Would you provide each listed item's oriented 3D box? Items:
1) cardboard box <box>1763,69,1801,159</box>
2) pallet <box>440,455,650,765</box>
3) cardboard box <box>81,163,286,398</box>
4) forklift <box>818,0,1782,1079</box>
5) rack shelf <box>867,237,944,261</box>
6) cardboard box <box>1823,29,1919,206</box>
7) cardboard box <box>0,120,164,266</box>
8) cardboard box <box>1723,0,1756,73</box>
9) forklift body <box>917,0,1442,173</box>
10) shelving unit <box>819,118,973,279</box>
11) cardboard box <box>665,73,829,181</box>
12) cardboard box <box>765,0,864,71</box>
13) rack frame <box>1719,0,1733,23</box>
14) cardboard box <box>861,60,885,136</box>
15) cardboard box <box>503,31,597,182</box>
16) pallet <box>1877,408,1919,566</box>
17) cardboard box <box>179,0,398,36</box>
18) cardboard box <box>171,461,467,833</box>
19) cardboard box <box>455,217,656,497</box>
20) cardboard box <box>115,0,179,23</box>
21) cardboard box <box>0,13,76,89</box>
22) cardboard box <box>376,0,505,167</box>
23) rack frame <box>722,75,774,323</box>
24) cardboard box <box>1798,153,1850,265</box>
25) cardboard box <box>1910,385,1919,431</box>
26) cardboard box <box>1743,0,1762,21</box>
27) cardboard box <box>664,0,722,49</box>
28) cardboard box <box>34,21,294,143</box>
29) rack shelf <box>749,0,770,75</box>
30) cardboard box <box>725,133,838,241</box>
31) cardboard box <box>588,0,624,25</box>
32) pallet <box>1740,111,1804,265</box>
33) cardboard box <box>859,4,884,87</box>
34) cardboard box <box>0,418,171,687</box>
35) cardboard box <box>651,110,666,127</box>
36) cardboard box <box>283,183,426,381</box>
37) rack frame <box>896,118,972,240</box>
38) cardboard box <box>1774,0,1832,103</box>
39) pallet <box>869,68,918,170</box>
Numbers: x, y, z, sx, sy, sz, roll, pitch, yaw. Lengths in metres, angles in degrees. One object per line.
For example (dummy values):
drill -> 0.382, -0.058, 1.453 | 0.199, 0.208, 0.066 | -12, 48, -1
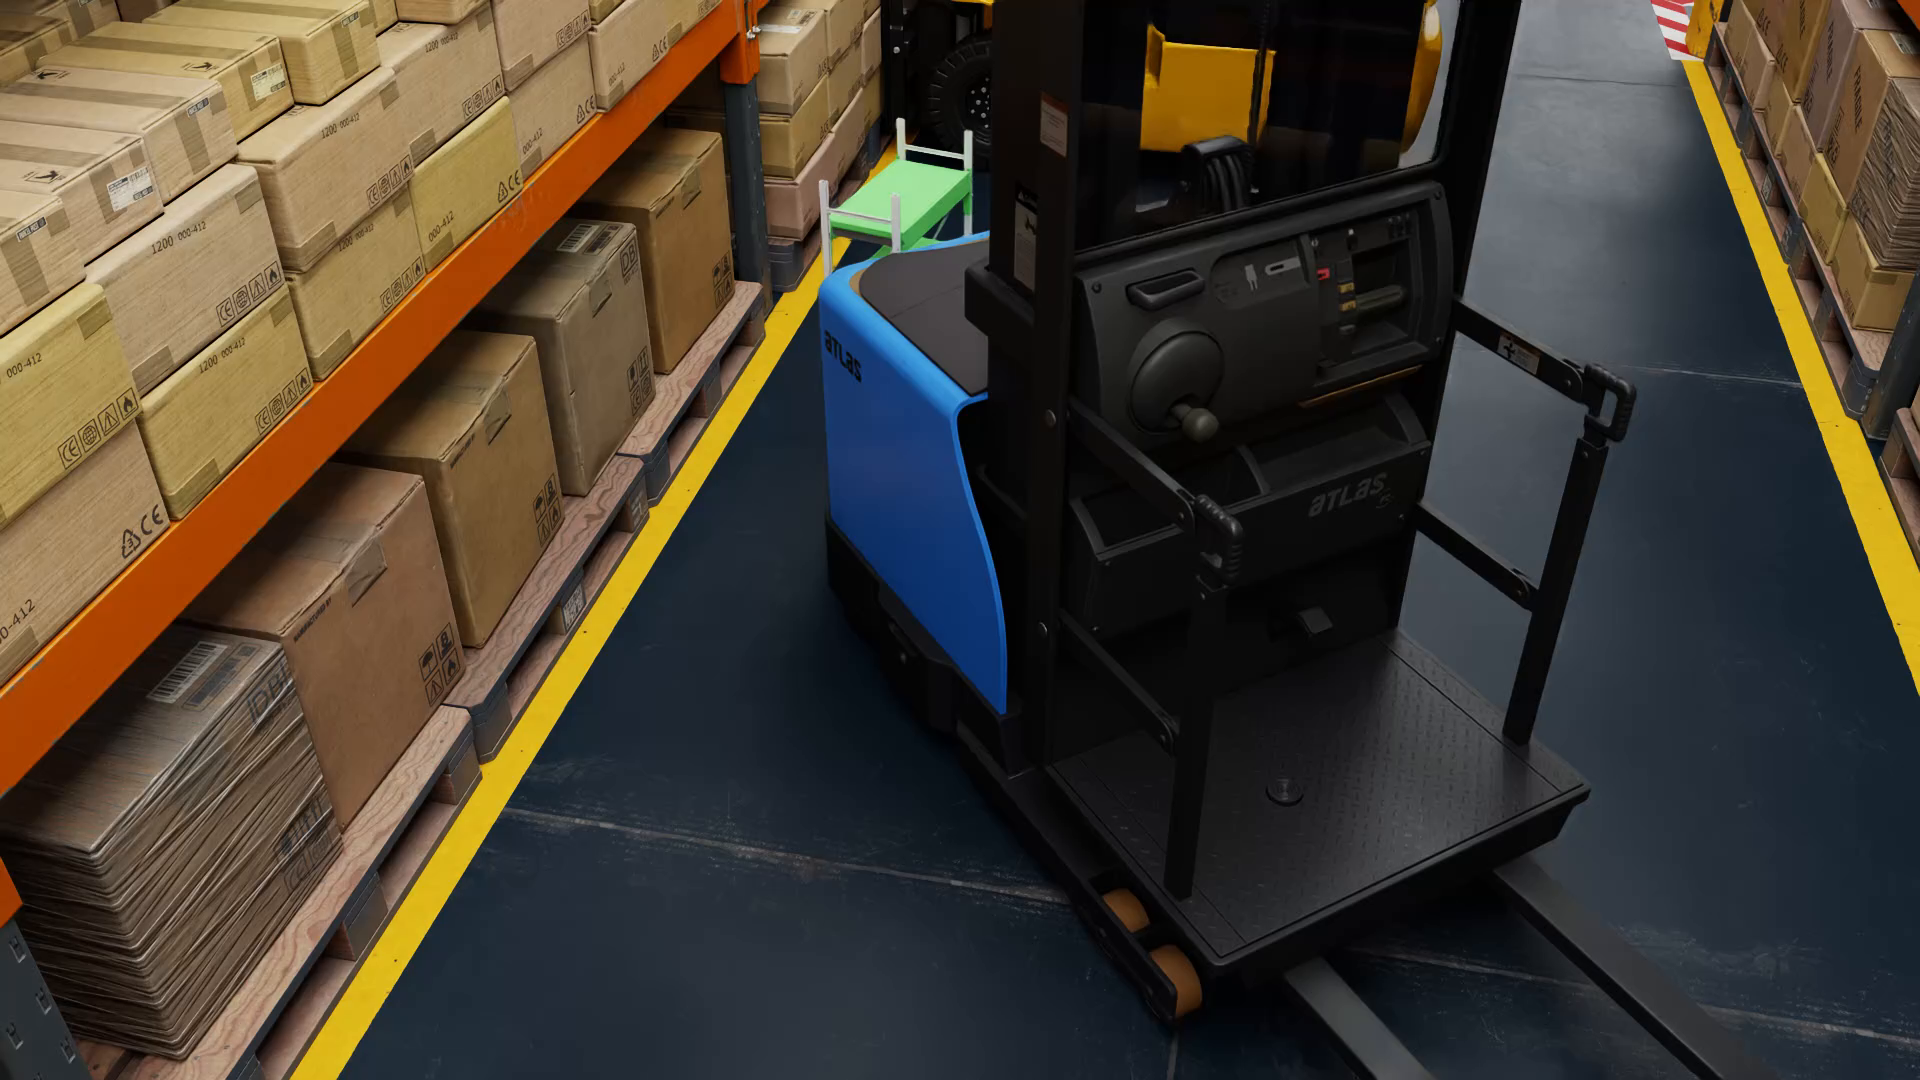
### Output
cardboard box -> 3.812, -1.843, 7.222 | 0.500, 0.250, 0.500 | 10, 37, 13
pallet -> -1.607, 0.111, 4.917 | 1.003, 0.211, 1.213 | 7, 37, 10
cardboard box -> -1.642, -0.506, 3.094 | 0.500, 0.250, 0.500 | 8, 37, 11
forklift -> 0.769, -0.414, 3.324 | 1.130, 2.935, 3.031 | -18, 40, -23
rack shelf -> -0.175, -0.746, 4.956 | 0.258, 0.148, 0.480 | 15, 38, 19
cardboard box -> 3.592, -1.552, 6.182 | 0.500, 0.500, 0.500 | 8, 37, 11
cardboard box -> -1.642, -0.607, 2.893 | 0.380, 0.149, 0.250 | 8, 37, 11
cardboard box -> 4.032, -2.449, 8.058 | 0.500, 0.250, 0.500 | 7, 37, 10
forklift body -> 1.002, -2.781, 7.254 | 2.313, 2.155, 1.214 | 7, 37, 10
shelving unit -> -0.175, -0.603, 5.060 | 0.258, 1.200, 0.503 | 15, 38, 19
cardboard box -> -0.825, -1.645, 6.523 | 0.500, 0.250, 0.500 | 7, 37, 10
cardboard box -> -0.700, -2.139, 6.778 | 0.500, 0.250, 0.500 | 7, 37, 10
rack frame -> 4.475, -3.820, 7.965 | 1.000, 3.000, 0.127 | 7, 37, 10
cardboard box -> -0.615, -2.029, 7.479 | 0.500, 0.250, 0.500 | 8, 37, 11
cardboard box -> -1.319, -1.195, 4.470 | 0.500, 0.250, 0.500 | 8, 37, 10
pallet -> 3.456, 0.049, 5.003 | 1.003, 0.211, 1.213 | 7, 37, 10
cardboard box -> -1.501, -1.205, 3.719 | 0.380, 0.149, 0.250 | 7, 37, 10
cardboard box -> -1.805, 0.206, 4.075 | 0.875, 0.625, 0.625 | 8, 37, 11
cardboard box -> -1.503, -0.611, 5.203 | 0.875, 0.625, 0.625 | 7, 37, 9
cardboard box -> -1.903, -1.252, 3.783 | 0.380, 0.149, 0.250 | 8, 37, 11
cardboard box -> -2.034, -0.963, 3.385 | 0.380, 0.149, 0.250 | 7, 37, 10
cardboard box -> -1.428, -1.100, 3.914 | 0.500, 0.250, 0.500 | 8, 37, 11
rack frame -> -1.229, -2.147, 5.656 | 1.000, 3.000, 0.127 | 7, 37, 10
cardboard box -> 3.588, -1.263, 6.422 | 0.500, 0.250, 0.500 | 6, 36, 9
cardboard box -> 3.511, -0.332, 5.034 | 0.950, 0.372, 0.625 | 8, 37, 11
cardboard box -> 4.028, -2.739, 7.819 | 0.500, 0.500, 0.500 | 6, 36, 8
cardboard box -> -1.081, -1.765, 5.257 | 0.500, 0.250, 0.500 | 8, 37, 11
cardboard box -> -1.574, -0.906, 3.306 | 0.380, 0.149, 0.250 | 8, 37, 10
rack shelf -> -0.802, -3.002, 7.450 | 1.077, 0.370, 4.000 | 7, 37, 10
cardboard box -> -0.803, -1.440, 6.666 | 0.500, 0.250, 0.500 | 8, 37, 10
cardboard box -> -1.187, -1.679, 4.713 | 0.500, 0.250, 0.500 | 6, 36, 9
pallet -> 3.988, -1.489, 7.125 | 1.003, 0.211, 1.213 | 7, 37, 10
cardboard box -> -0.600, -2.221, 7.317 | 0.500, 0.250, 0.500 | 7, 37, 10
cardboard box -> -1.750, -0.017, 2.845 | 0.500, 0.250, 0.500 | 7, 37, 10
cardboard box -> -1.326, -1.711, 6.614 | 0.500, 0.250, 0.500 | 7, 36, 9
cardboard box -> -1.535, -0.601, 3.651 | 0.500, 0.250, 0.500 | 6, 36, 8
rack frame -> -0.076, -0.734, 5.240 | 0.240, 1.200, 0.015 | 15, 38, 19
cardboard box -> 3.805, -2.152, 7.010 | 0.500, 0.500, 0.500 | 8, 37, 11
pallet -> -0.760, -2.170, 8.065 | 1.003, 0.211, 1.213 | 7, 37, 10
